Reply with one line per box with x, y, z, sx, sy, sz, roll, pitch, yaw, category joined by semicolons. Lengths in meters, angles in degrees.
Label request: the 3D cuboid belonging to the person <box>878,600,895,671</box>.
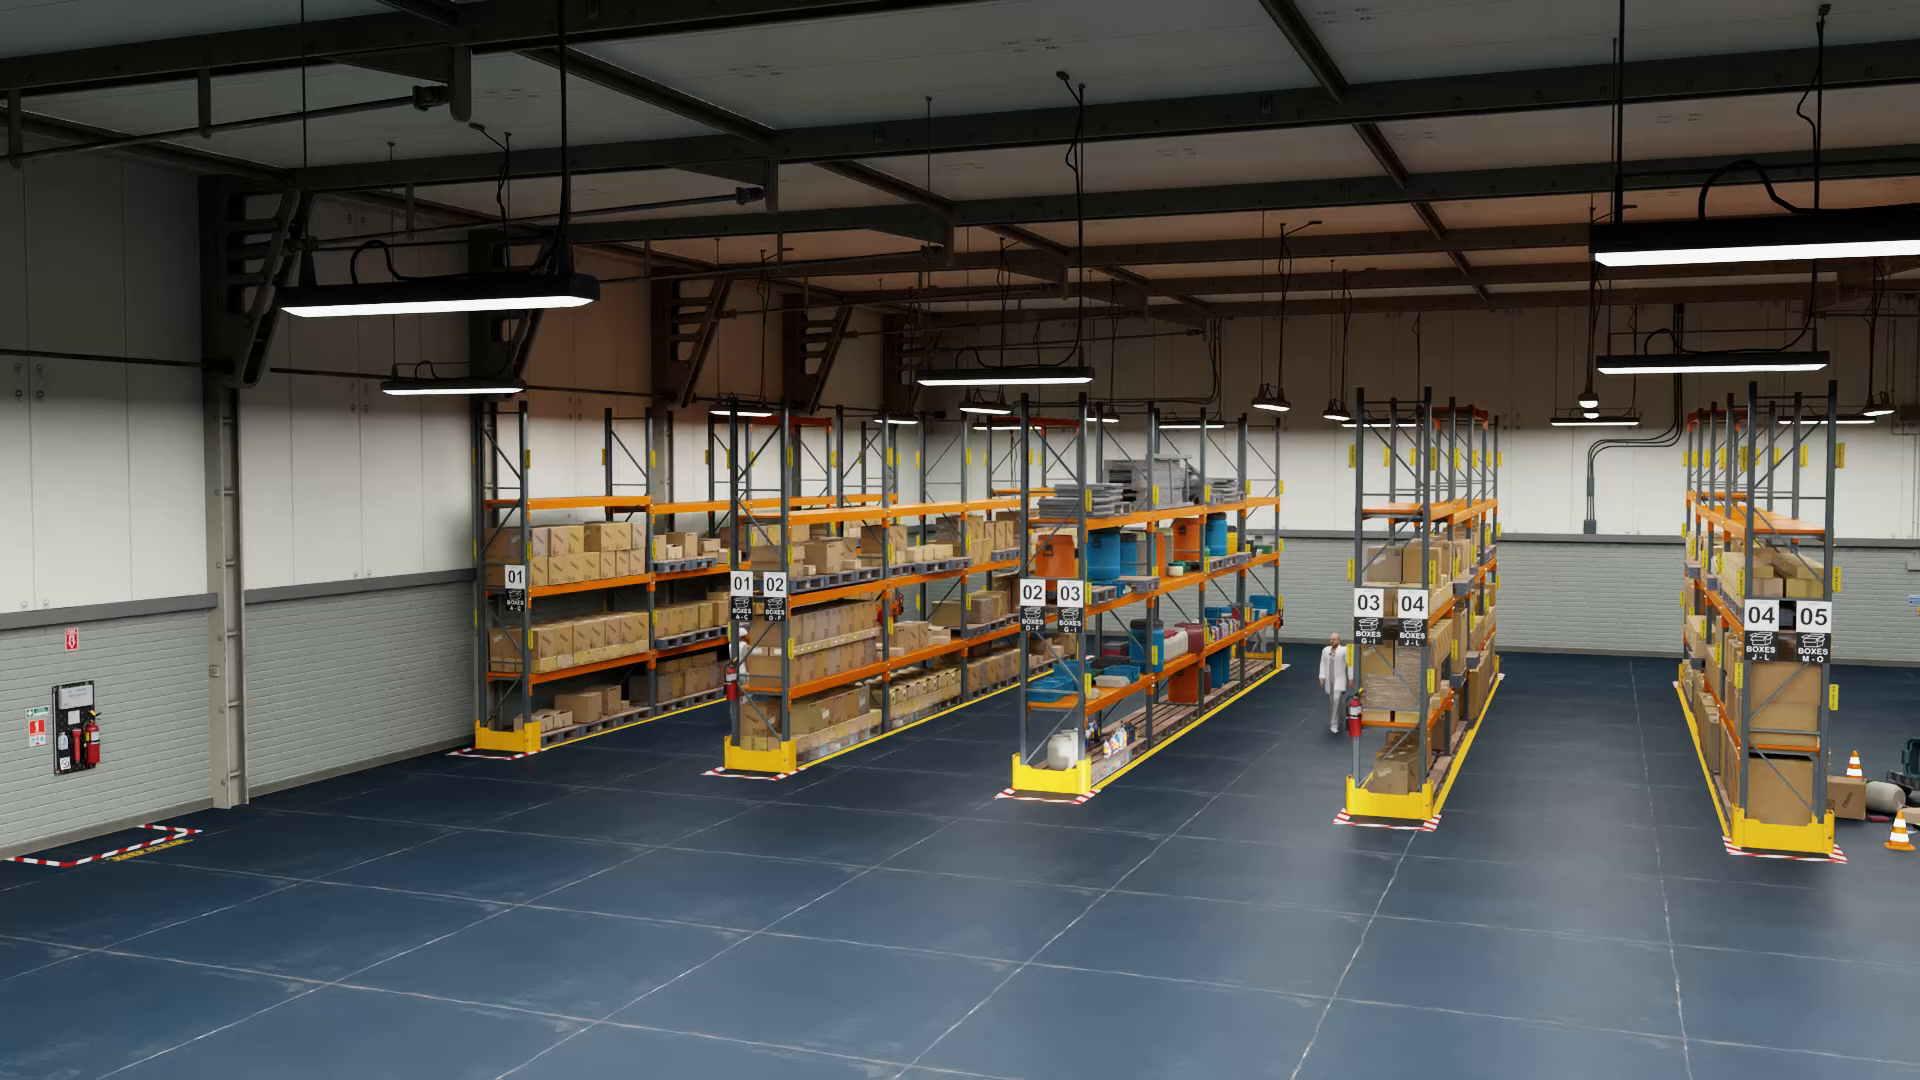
-1.774;2.243;39.060;0.516;1.726;0.573;-1;3;-28;person

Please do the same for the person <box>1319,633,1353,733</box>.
6.970;2.627;30.896;0.622;1.804;0.869;3;4;44;person

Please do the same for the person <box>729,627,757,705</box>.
-4.193;2.558;31.786;0.586;1.774;0.475;2;3;34;person

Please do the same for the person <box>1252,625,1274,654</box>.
7.484;2.214;41.022;0.655;1.594;0.446;2;3;36;person
